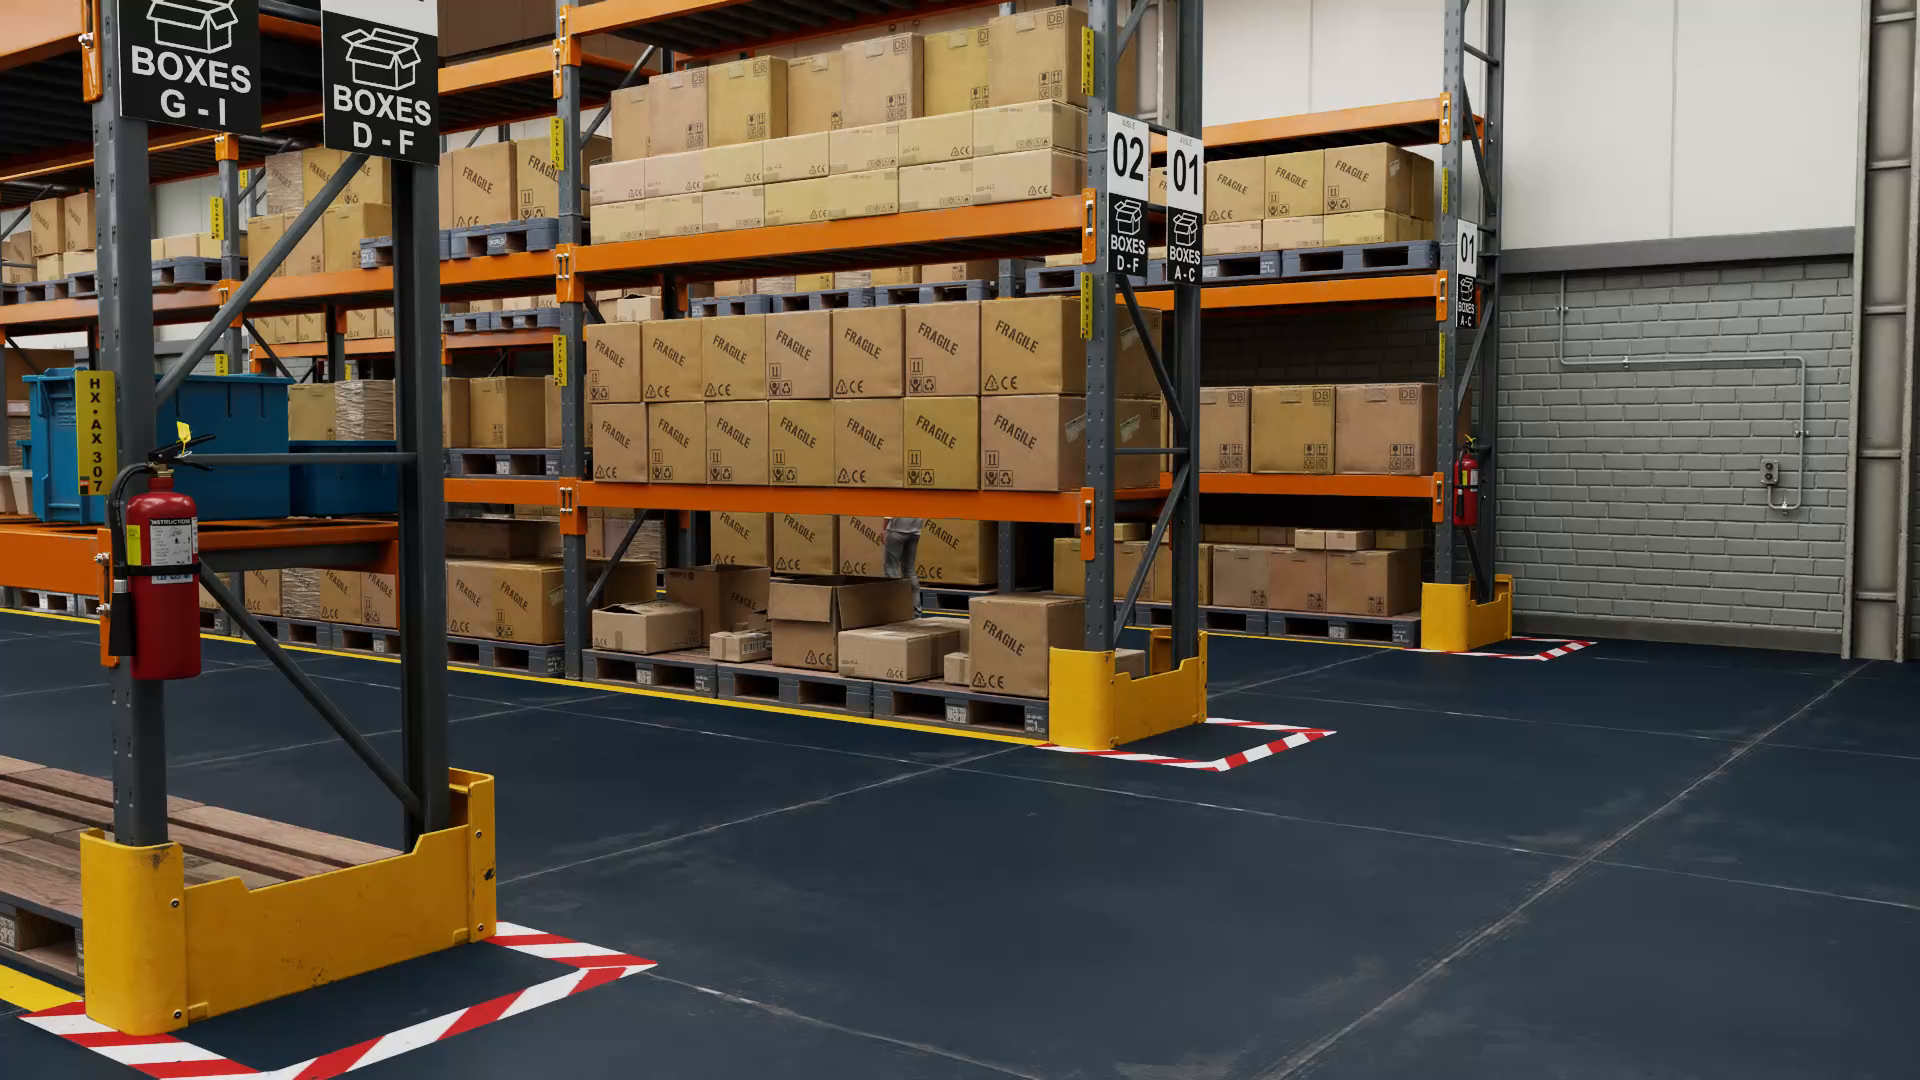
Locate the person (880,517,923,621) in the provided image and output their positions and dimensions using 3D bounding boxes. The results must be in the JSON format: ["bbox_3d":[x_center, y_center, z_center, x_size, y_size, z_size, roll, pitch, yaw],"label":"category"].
[{"bbox_3d":[-0.513,-0.077,14.203,0.366,1.592,0.473,2,4,36],"label":"person"}]
